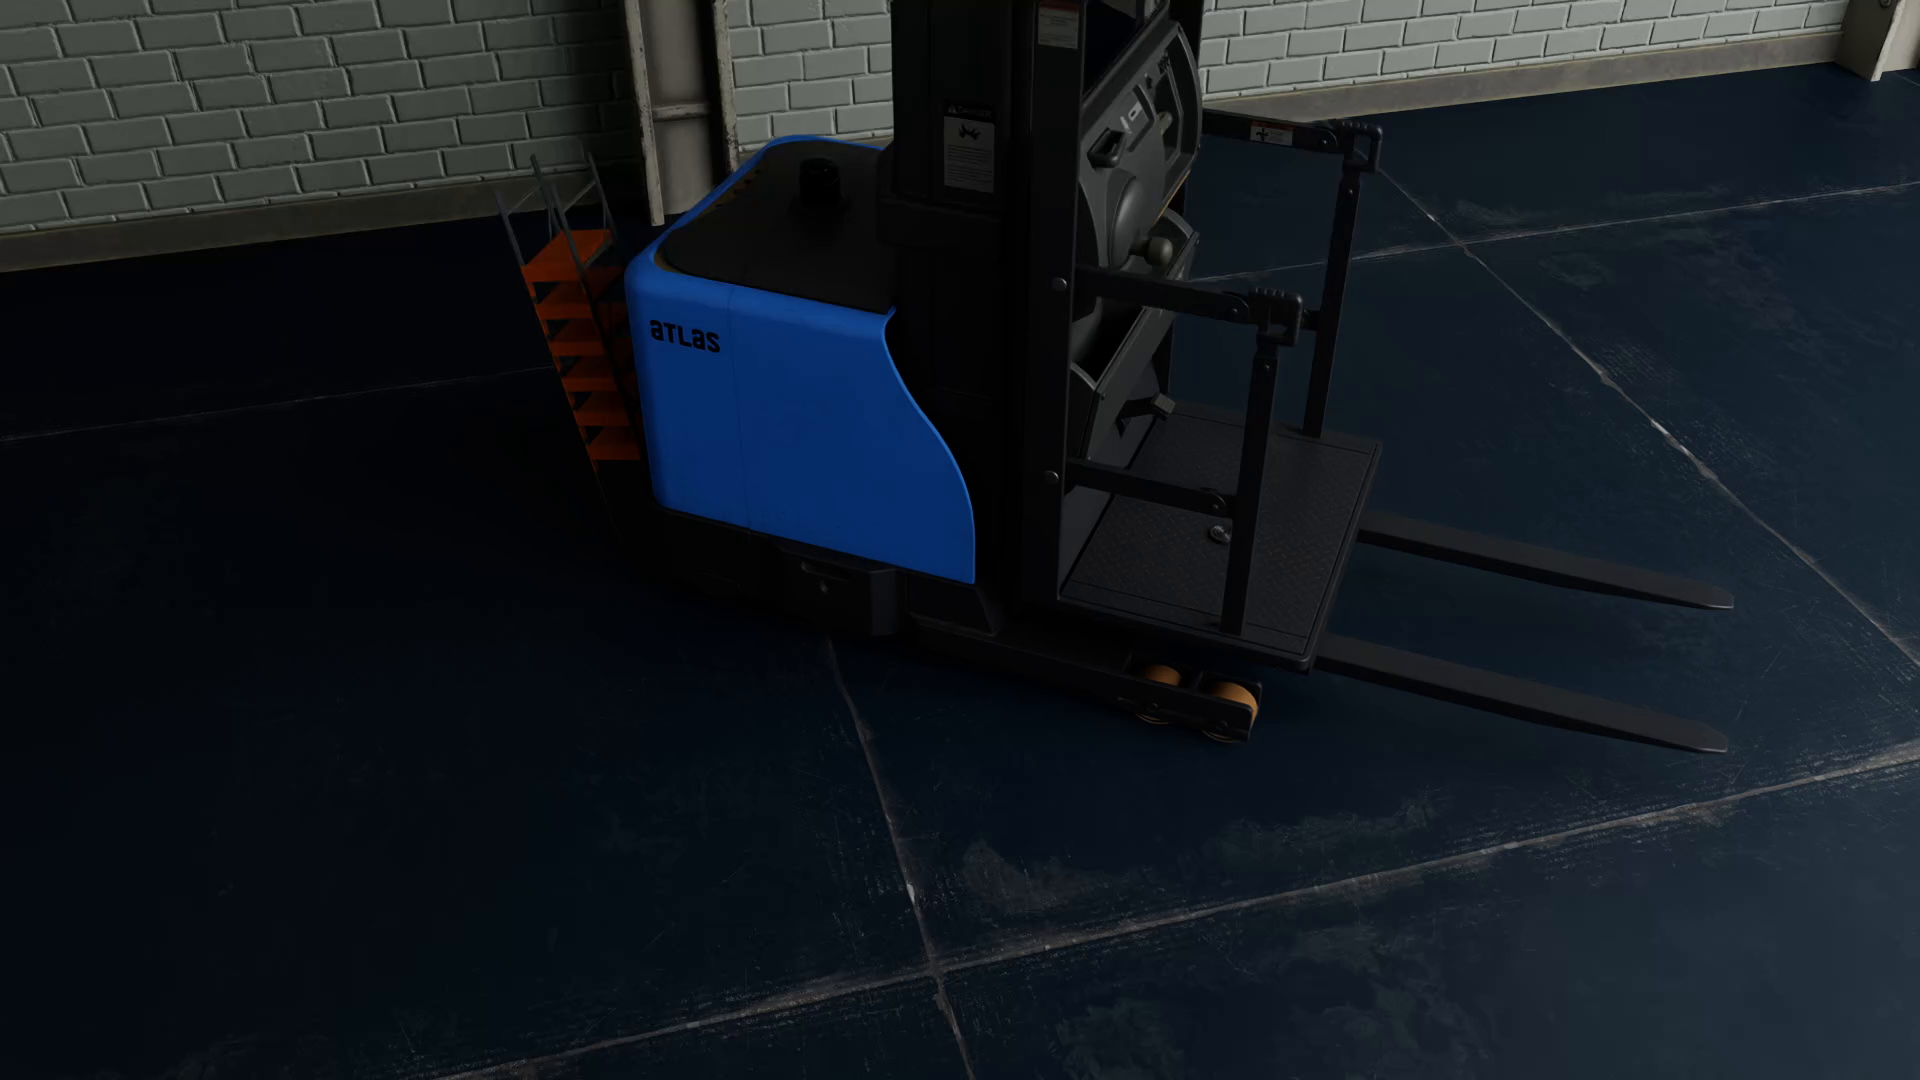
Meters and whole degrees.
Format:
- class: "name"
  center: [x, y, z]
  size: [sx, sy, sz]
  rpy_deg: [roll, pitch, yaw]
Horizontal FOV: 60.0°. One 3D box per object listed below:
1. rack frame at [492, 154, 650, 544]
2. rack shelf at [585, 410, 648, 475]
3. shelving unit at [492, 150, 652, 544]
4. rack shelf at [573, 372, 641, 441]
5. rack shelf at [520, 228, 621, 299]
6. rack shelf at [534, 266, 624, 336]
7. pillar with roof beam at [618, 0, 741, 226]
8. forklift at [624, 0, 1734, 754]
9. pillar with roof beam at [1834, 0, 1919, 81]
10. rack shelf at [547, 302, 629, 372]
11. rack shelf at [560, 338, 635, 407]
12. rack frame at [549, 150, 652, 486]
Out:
- class: "rack frame"
  center: [-1.142, -0.545, 4.992]
  size: [0.006, 1.200, 0.240]
  rpy_deg: [1, 36, 19]
- class: "rack shelf"
  center: [-1.004, -0.313, 5.119]
  size: [0.180, 0.103, 0.258]
  rpy_deg: [1, 36, 19]
- class: "shelving unit"
  center: [-1.056, -0.544, 4.961]
  size: [0.189, 1.200, 0.258]
  rpy_deg: [1, 36, 19]
- class: "rack shelf"
  center: [-1.026, -0.410, 5.052]
  size: [0.180, 0.103, 0.258]
  rpy_deg: [1, 36, 19]
- class: "rack shelf"
  center: [-1.113, -0.800, 4.786]
  size: [0.180, 0.103, 0.258]
  rpy_deg: [1, 36, 19]
- class: "rack shelf"
  center: [-1.091, -0.703, 4.853]
  size: [0.180, 0.103, 0.258]
  rpy_deg: [1, 36, 19]
- class: "pillar with roof beam"
  center: [-0.023, -2.486, 1.093]
  size: [0.400, 9.000, 9.100]
  rpy_deg: [-9, 38, -12]
- class: "forklift"
  center: [0.647, -0.980, 4.119]
  size: [3.031, 2.935, 1.130]
  rpy_deg: [14, 39, 17]
- class: "pillar with roof beam"
  center: [5.770, -3.436, 2.336]
  size: [0.400, 9.000, 9.100]
  rpy_deg: [-9, 38, -12]
- class: "rack shelf"
  center: [-1.070, -0.605, 4.919]
  size: [0.180, 0.103, 0.258]
  rpy_deg: [1, 36, 19]
- class: "rack shelf"
  center: [-1.048, -0.508, 4.986]
  size: [0.180, 0.103, 0.258]
  rpy_deg: [1, 36, 19]
- class: "rack frame"
  center: [-0.970, -0.542, 4.930]
  size: [0.006, 1.200, 0.240]
  rpy_deg: [1, 36, 19]
